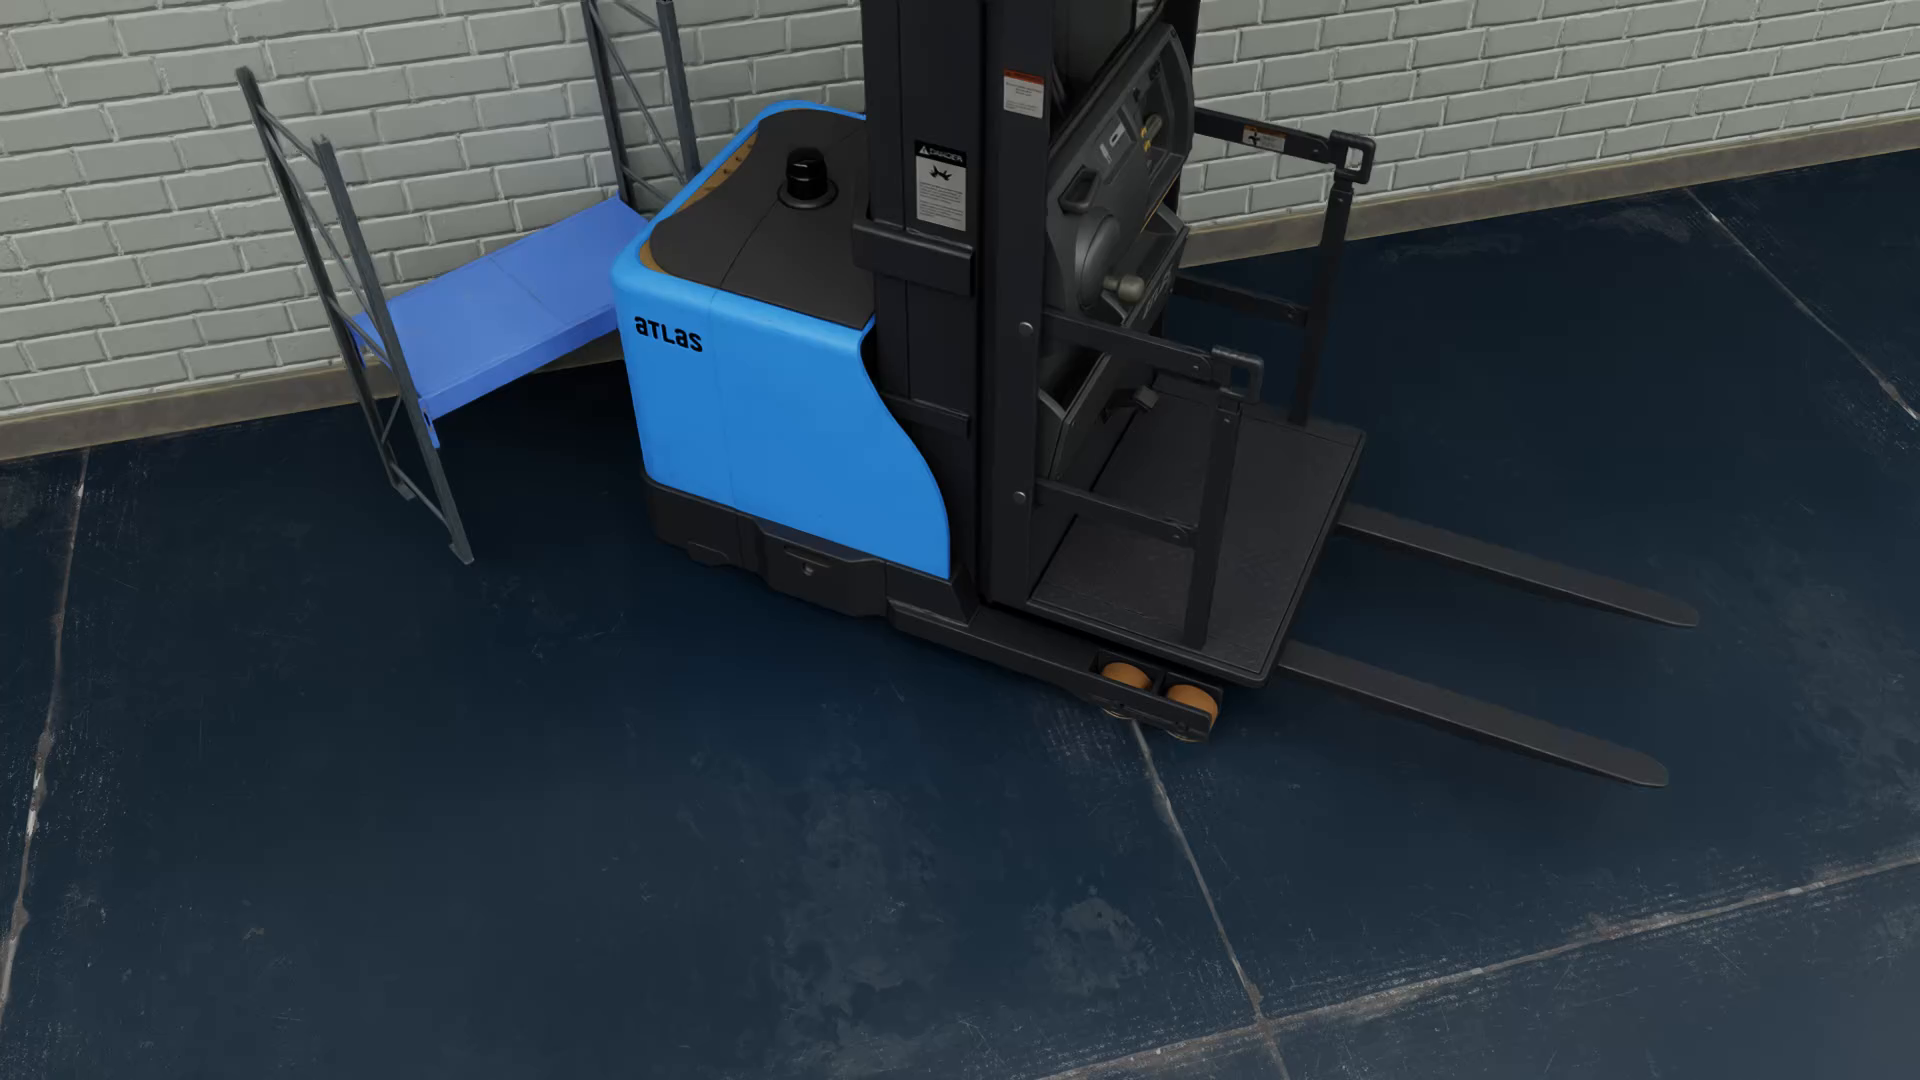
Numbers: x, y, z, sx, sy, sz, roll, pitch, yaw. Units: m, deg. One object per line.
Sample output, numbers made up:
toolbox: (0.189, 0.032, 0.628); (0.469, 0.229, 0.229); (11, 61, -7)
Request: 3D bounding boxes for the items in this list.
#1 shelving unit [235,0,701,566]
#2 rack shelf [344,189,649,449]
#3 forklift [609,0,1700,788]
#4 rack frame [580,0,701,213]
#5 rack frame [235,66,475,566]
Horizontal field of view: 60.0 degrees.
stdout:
shelving unit: (-1.321, -0.829, 4.992); (1.048, 1.500, 0.538); (-32, 53, -26)
rack shelf: (-1.316, -0.703, 5.120); (1.000, 0.185, 0.538); (-32, 53, -26)
forklift: (0.590, -0.894, 4.073); (3.031, 2.935, 1.130); (18, 48, 17)
rack frame: (-0.936, -1.074, 5.216); (0.032, 1.500, 0.500); (-32, 53, -26)
rack frame: (-1.706, -0.584, 4.767); (0.032, 1.500, 0.500); (-32, 53, -26)
